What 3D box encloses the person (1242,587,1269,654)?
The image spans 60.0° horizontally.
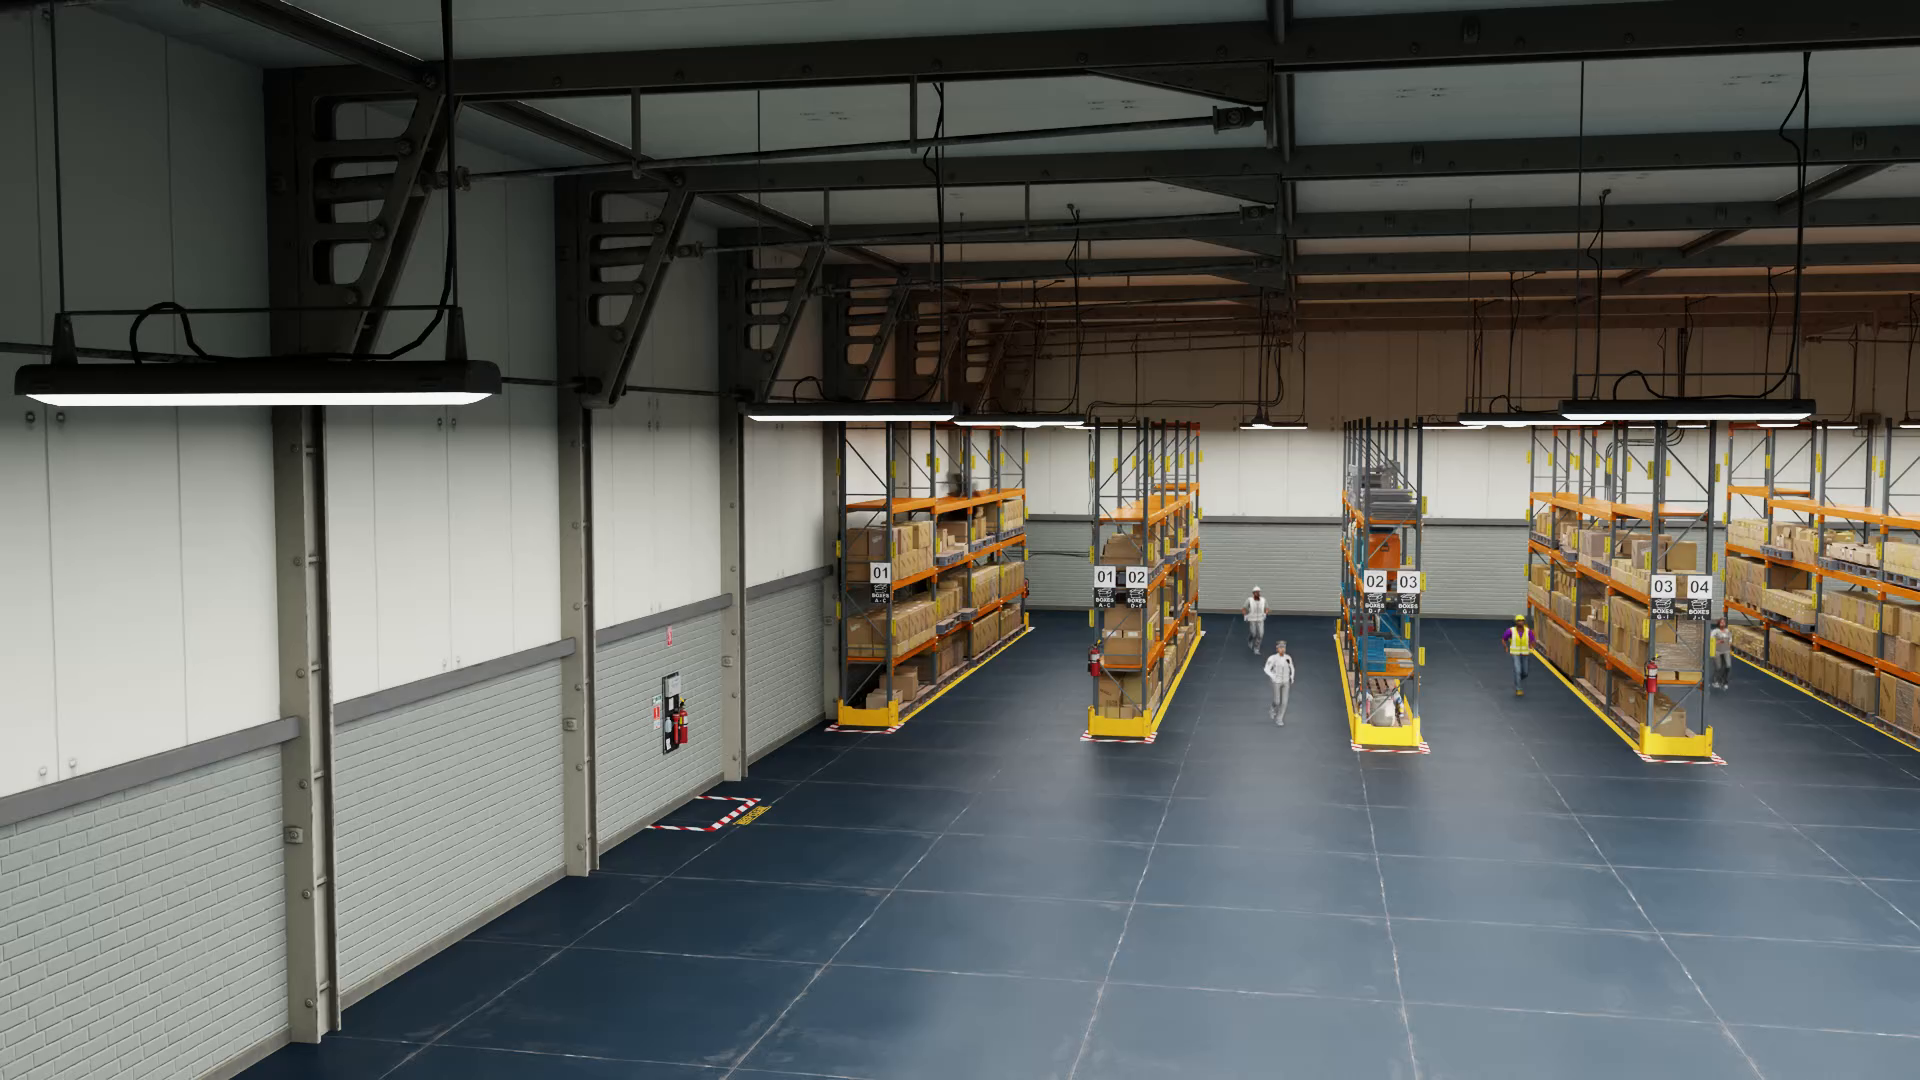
[{"bbox_3d":[7.644,2.078,42.869,0.687,1.733,0.599,0,4,-3],"label":"person"}]

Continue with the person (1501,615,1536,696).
[{"bbox_3d":[12.208,2.501,36.317,0.714,1.736,0.838,0,4,5],"label":"person"}]

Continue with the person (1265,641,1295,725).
[{"bbox_3d":[6.272,2.781,32.579,0.609,1.653,0.547,0,4,-6],"label":"person"}]

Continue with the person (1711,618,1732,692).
[{"bbox_3d":[16.855,2.543,36.794,0.518,1.615,0.665,0,4,7],"label":"person"}]
